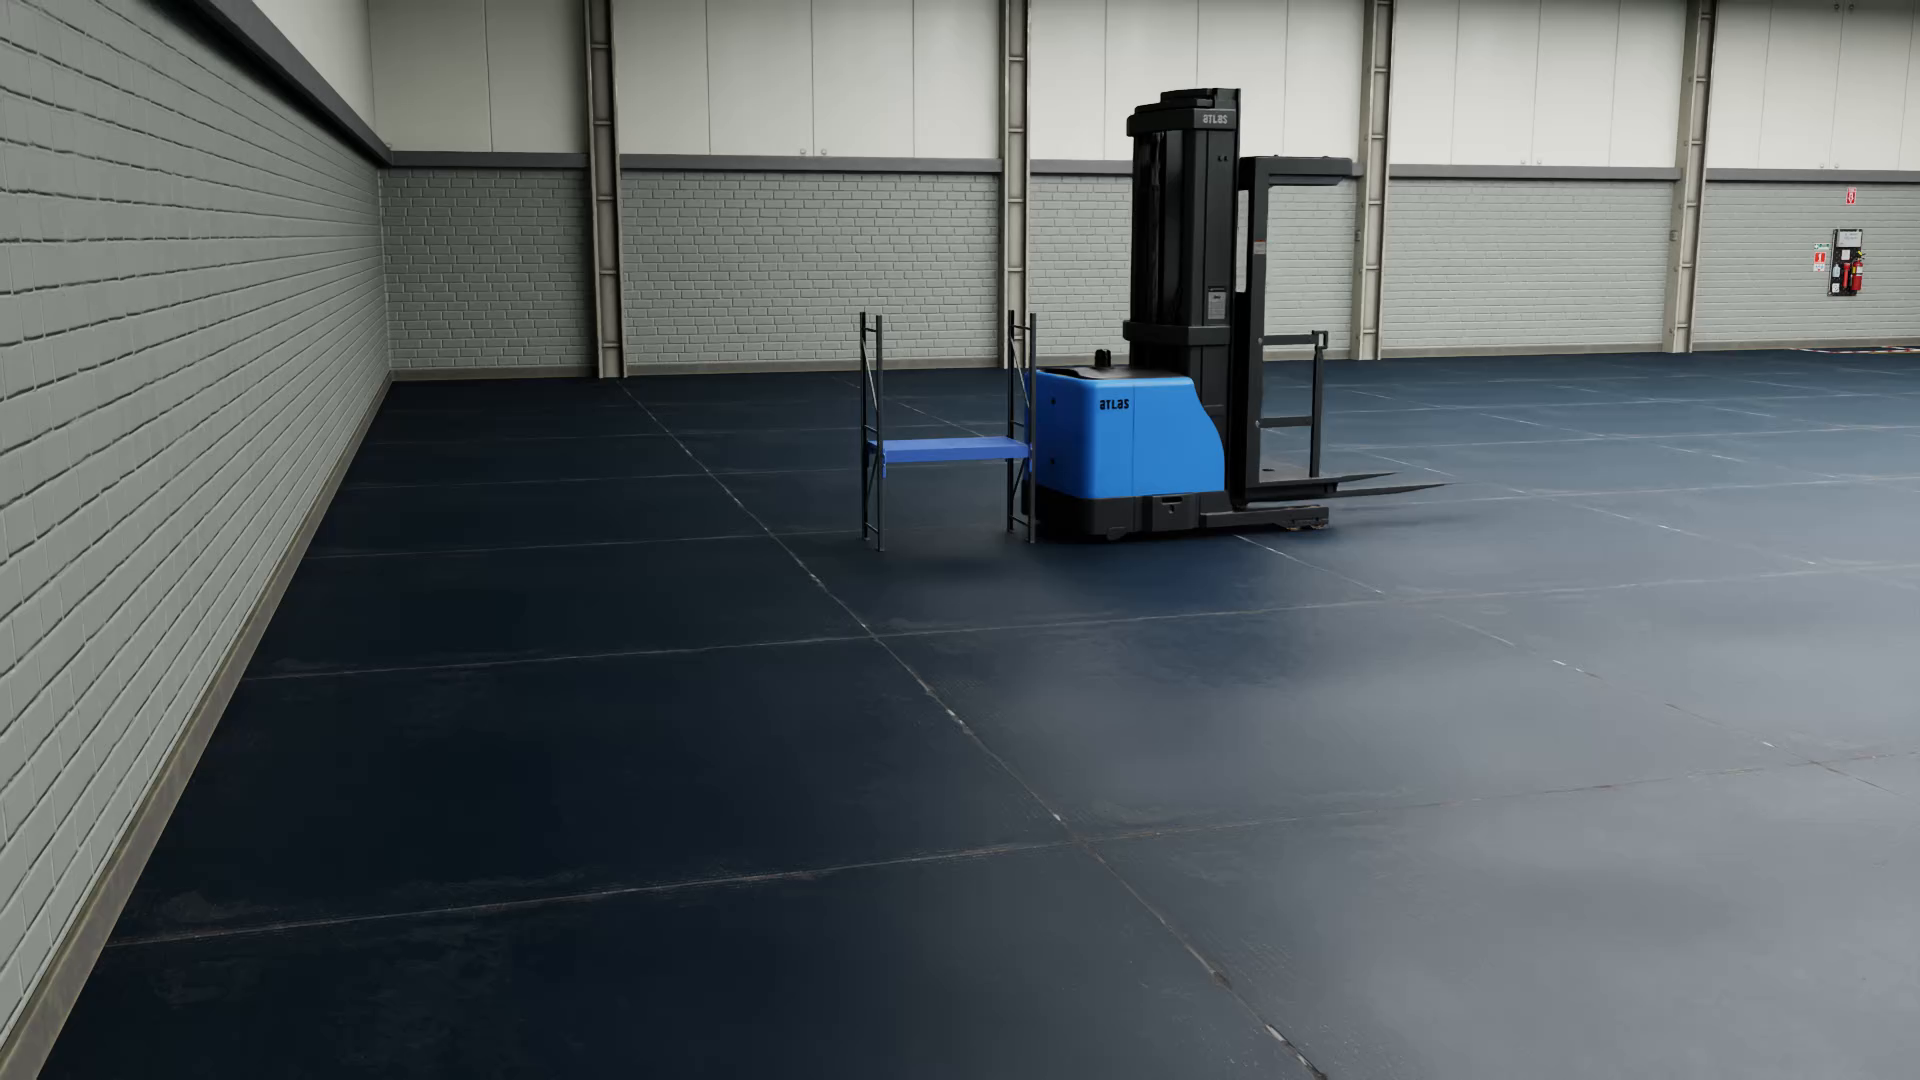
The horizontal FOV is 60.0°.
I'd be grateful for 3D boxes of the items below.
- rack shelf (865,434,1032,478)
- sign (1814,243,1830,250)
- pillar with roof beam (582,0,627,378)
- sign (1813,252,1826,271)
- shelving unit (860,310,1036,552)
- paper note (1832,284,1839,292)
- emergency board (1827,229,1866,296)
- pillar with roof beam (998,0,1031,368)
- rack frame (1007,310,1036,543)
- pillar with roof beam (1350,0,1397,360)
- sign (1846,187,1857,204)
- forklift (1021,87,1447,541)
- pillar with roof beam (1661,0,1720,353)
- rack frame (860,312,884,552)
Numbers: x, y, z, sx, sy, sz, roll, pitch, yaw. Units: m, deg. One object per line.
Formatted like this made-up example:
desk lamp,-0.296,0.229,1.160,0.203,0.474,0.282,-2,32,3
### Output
rack shelf,-0.082,-0.556,10.920,1.000,0.185,0.538,-3,11,-16
sign,15.155,-5.164,29.248,0.331,0.109,0.001,-3,11,-16
pillar with roof beam,-3.749,-6.003,18.798,0.400,9.000,9.100,-3,11,-16
sign,15.148,-4.904,29.303,0.234,0.329,0.001,-3,11,-16
shelving unit,-0.082,-0.733,10.887,1.048,1.500,0.538,-3,11,-16
paper note,15.519,-4.467,29.457,0.142,0.148,0.016,-3,11,-16
emergency board,15.708,-4.897,29.360,0.643,1.169,0.194,-3,11,-16
pillar with roof beam,2.012,-6.306,20.448,0.400,9.000,9.100,-3,11,-16
rack frame,0.406,-0.759,11.027,0.032,1.500,0.500,-3,11,-16
pillar with roof beam,7.773,-6.610,22.097,0.400,9.000,9.100,-3,11,-16
sign,15.672,-6.054,29.242,0.199,0.298,0.001,-3,11,-16
forklift,1.999,-1.584,11.553,3.031,2.935,1.130,-4,11,-21
pillar with roof beam,13.534,-6.914,23.746,0.400,9.000,9.100,-3,11,-16
rack frame,-0.570,-0.708,10.747,0.032,1.500,0.500,-3,11,-16
